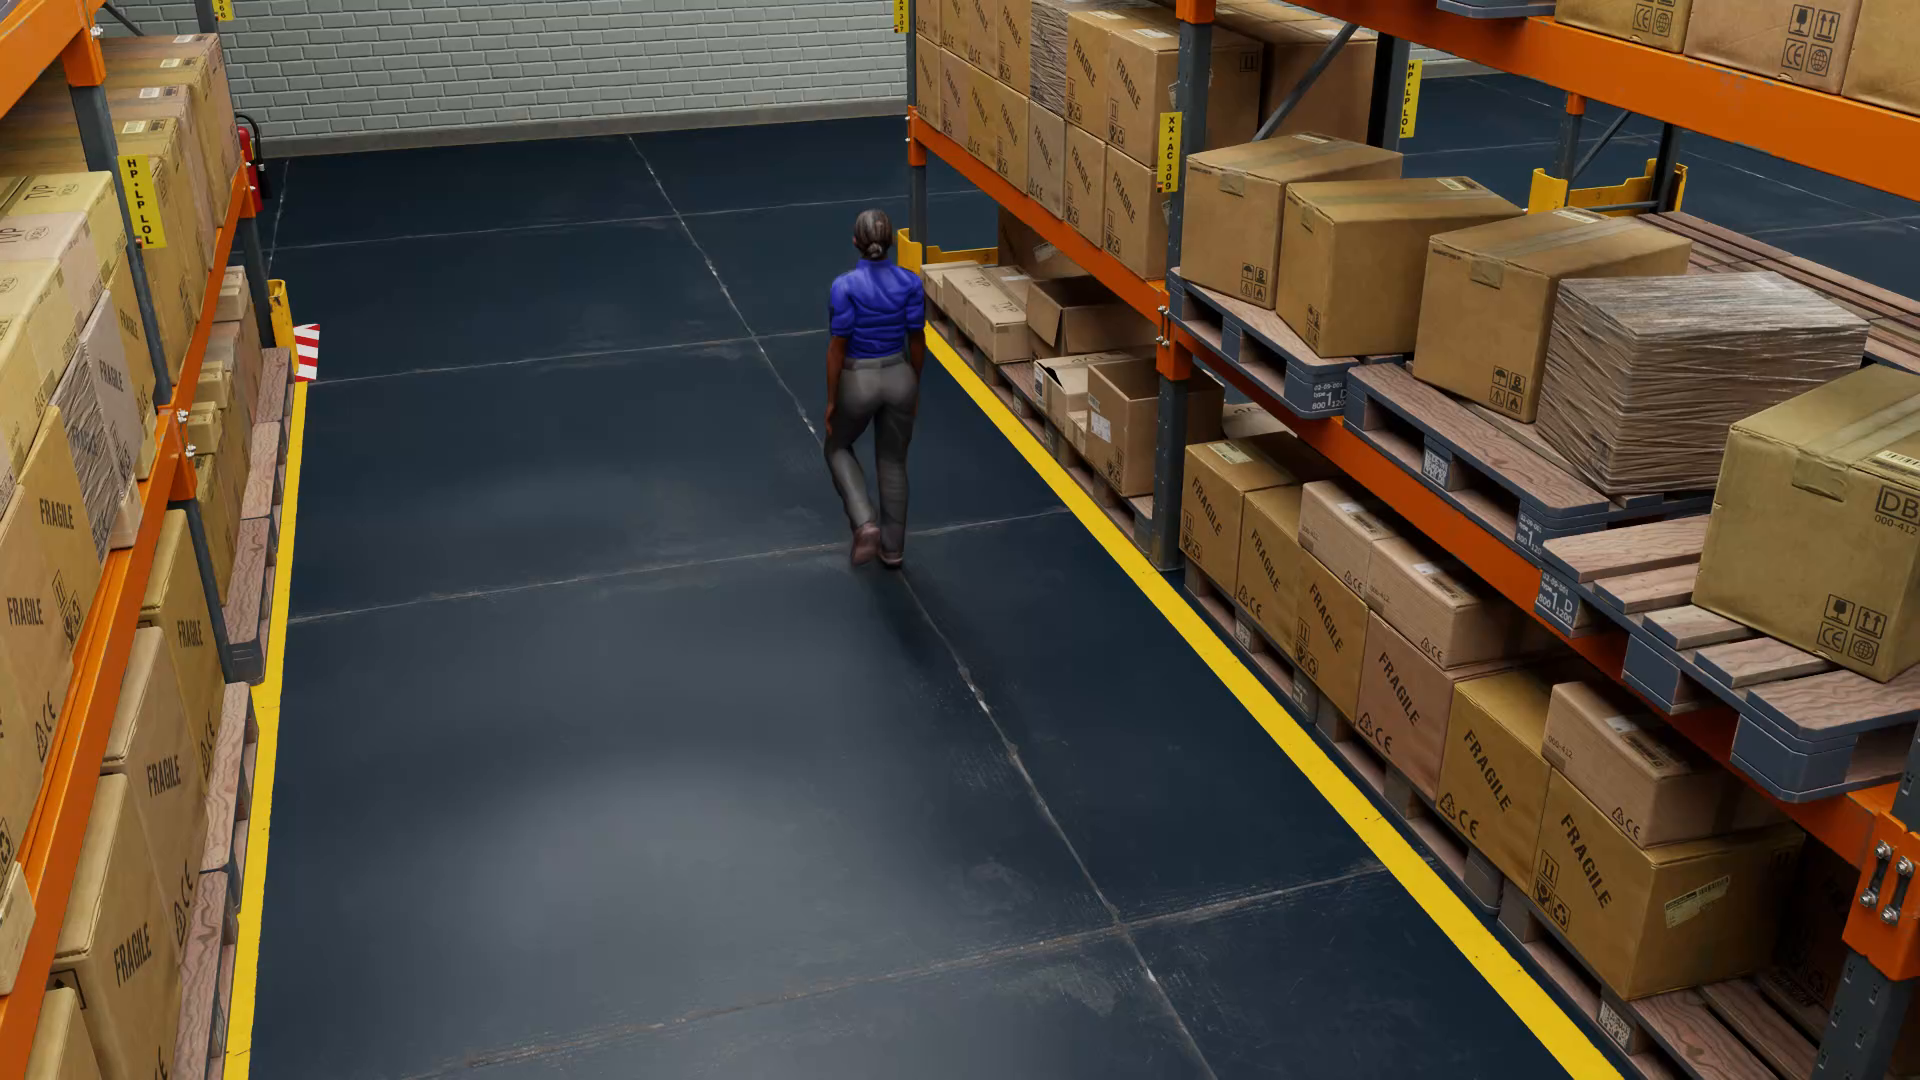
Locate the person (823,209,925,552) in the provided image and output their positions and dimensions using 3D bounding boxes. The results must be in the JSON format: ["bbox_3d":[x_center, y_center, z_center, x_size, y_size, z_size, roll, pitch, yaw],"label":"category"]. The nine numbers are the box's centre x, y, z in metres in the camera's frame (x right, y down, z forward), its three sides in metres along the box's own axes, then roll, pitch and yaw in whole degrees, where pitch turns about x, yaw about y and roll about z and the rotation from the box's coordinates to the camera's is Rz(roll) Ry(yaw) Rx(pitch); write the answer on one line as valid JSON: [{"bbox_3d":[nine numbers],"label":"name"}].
[{"bbox_3d":[-0.393,-0.704,7.392,0.486,1.579,0.409,-8,28,-15],"label":"person"}]
